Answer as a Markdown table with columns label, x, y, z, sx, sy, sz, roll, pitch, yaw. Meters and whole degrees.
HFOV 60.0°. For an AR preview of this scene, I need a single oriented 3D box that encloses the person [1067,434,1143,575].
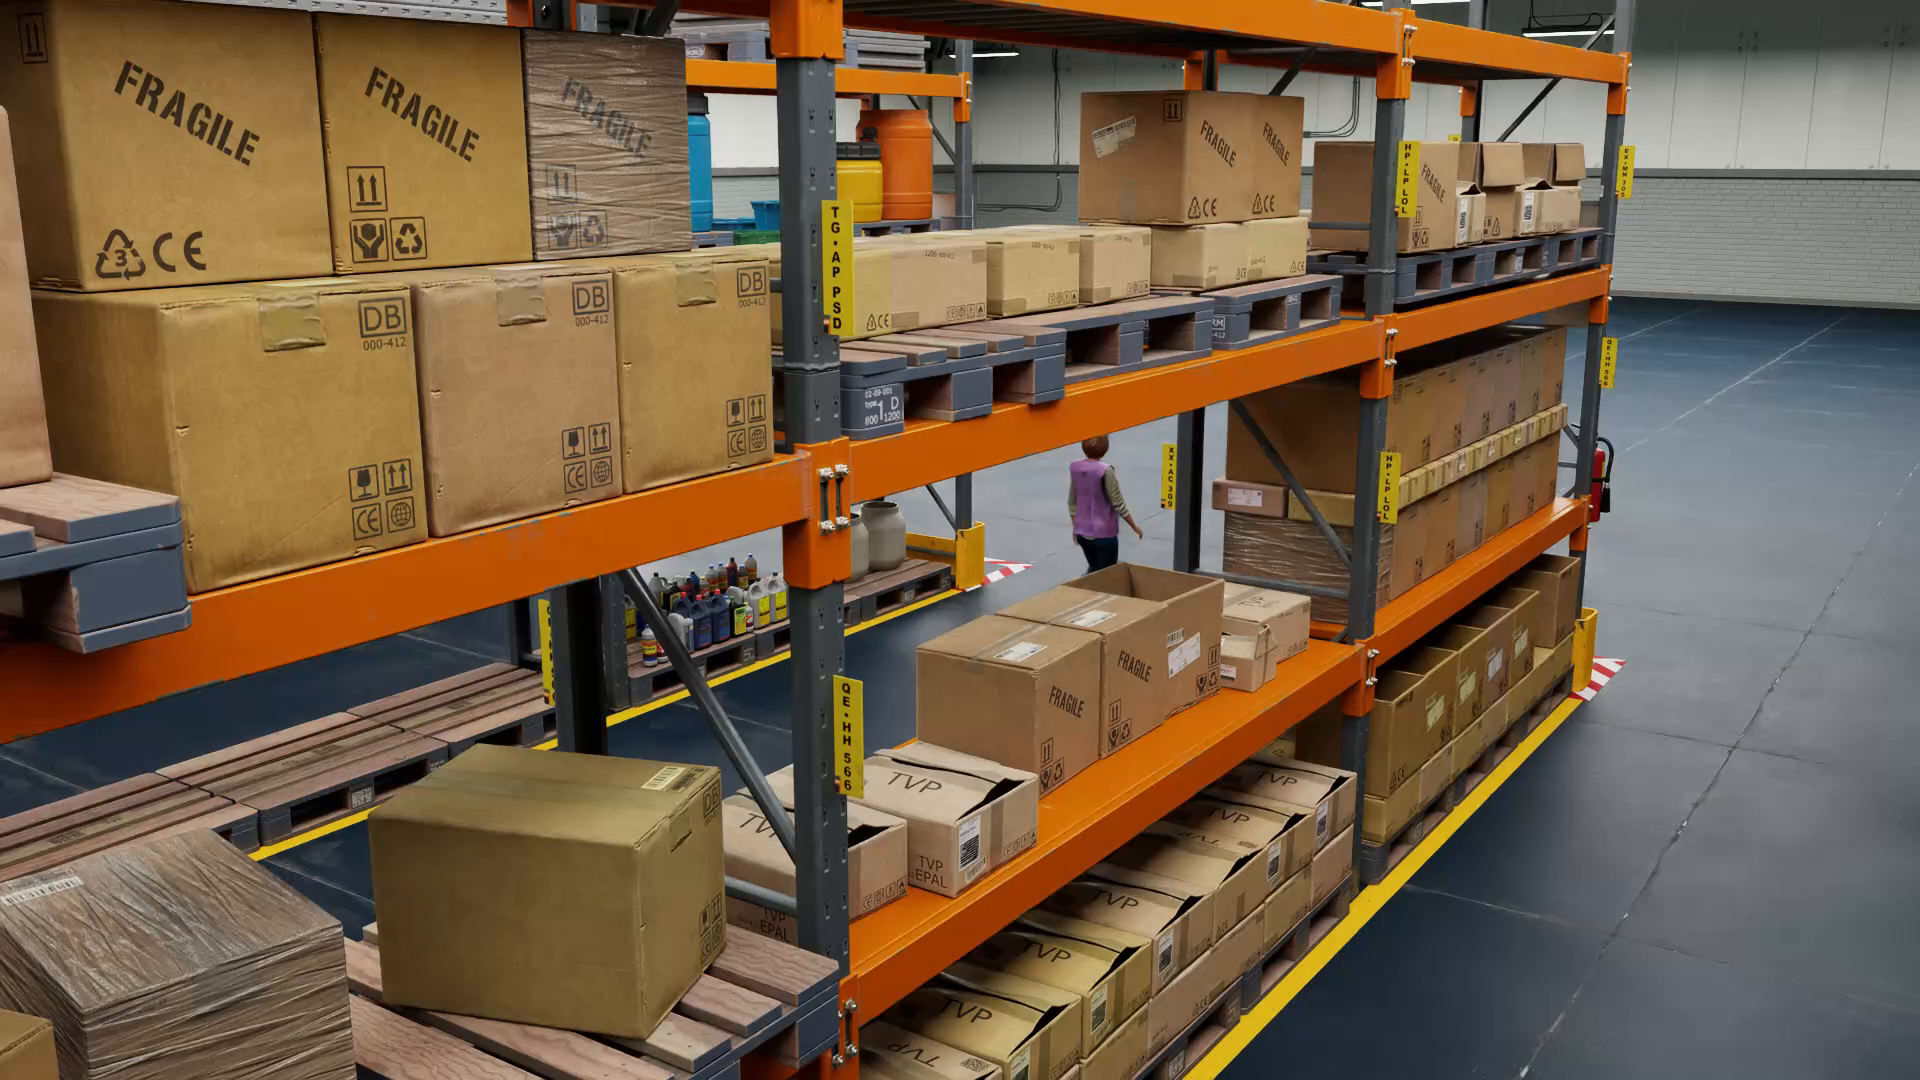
| label | x | y | z | sx | sy | sz | roll | pitch | yaw |
| --- | --- | --- | --- | --- | --- | --- | --- | --- | --- |
| person | 1.050 | -0.049 | 12.217 | 0.554 | 1.573 | 0.485 | -13 | 18 | -43 |
